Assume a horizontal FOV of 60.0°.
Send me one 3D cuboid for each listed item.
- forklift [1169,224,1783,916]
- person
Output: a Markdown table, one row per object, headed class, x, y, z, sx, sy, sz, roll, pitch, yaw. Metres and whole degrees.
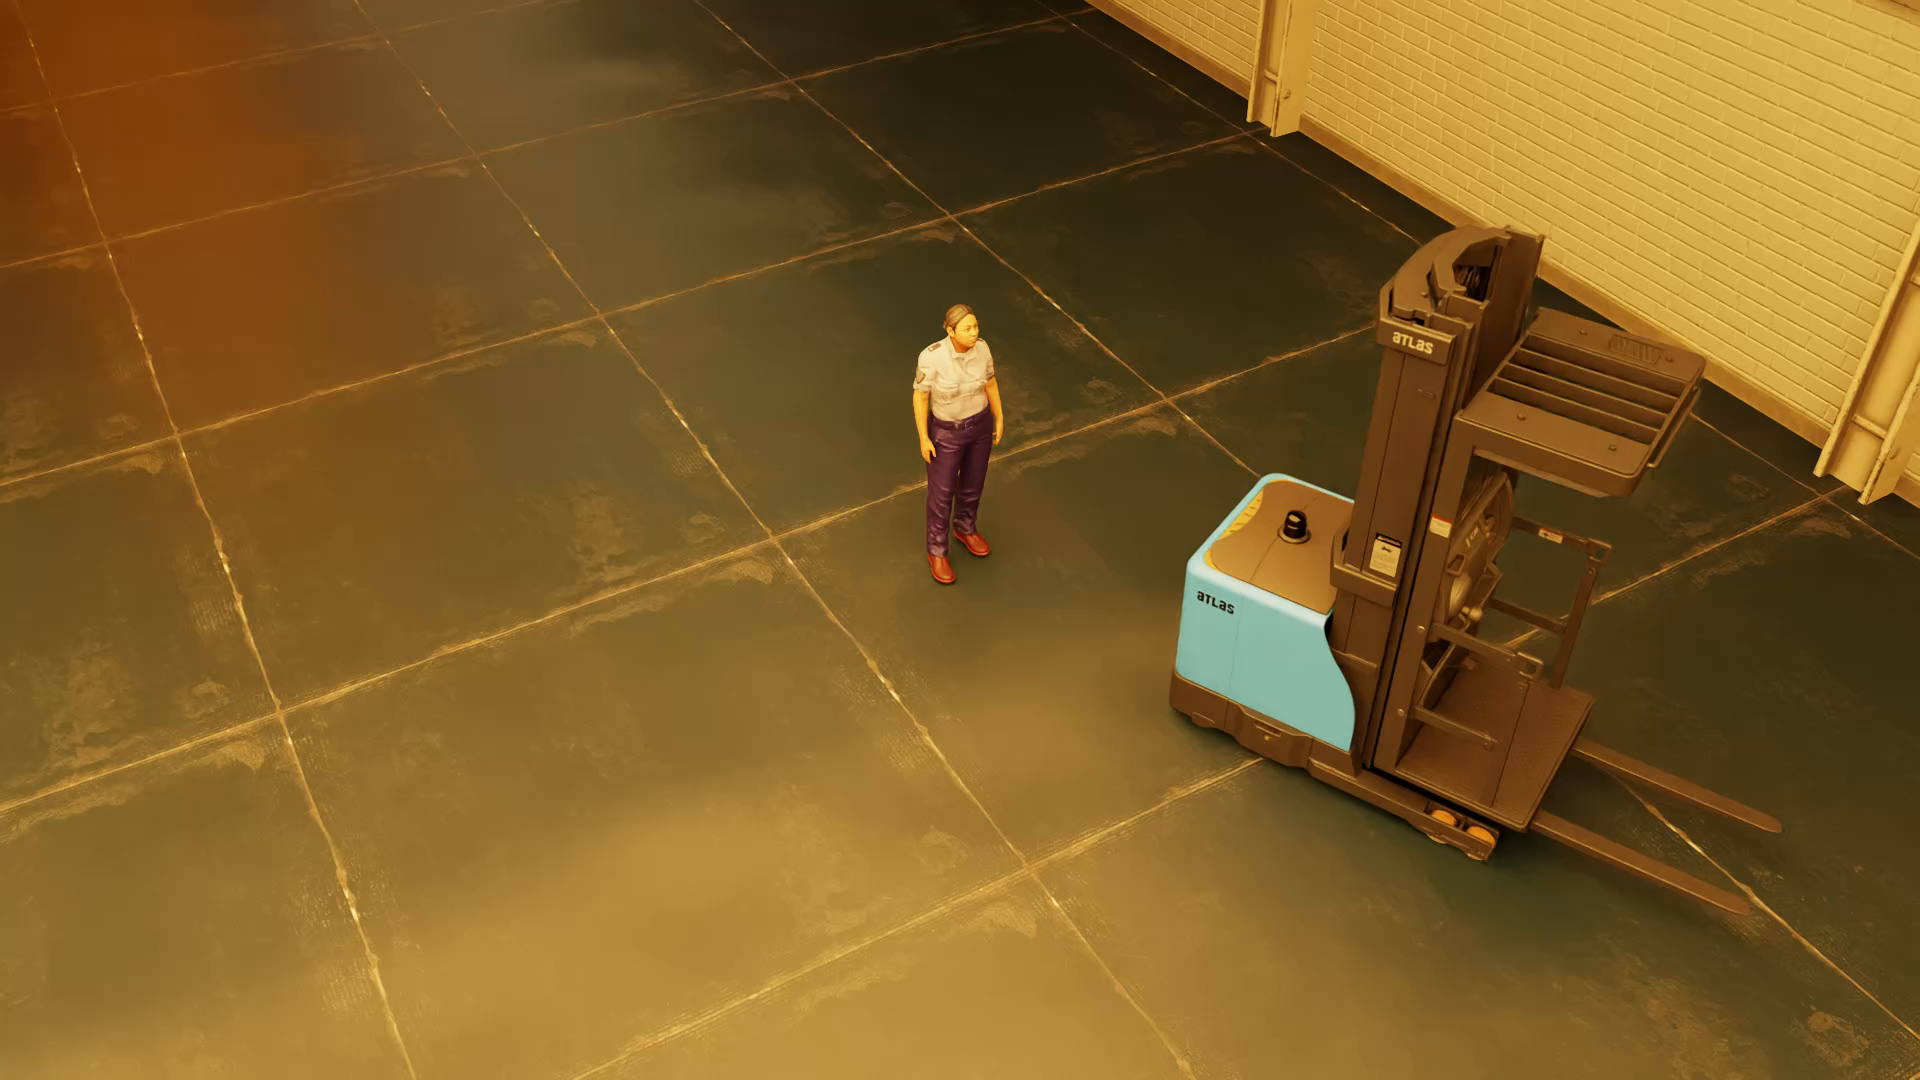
| class | x | y | z | sx | sy | sz | roll | pitch | yaw |
| --- | --- | --- | --- | --- | --- | --- | --- | --- | --- |
| forklift | 2.656 | 0.094 | 7.923 | 3.031 | 2.935 | 1.130 | 24 | 45 | 26 |
| person | 0.025 | -0.578 | 9.736 | 0.598 | 1.641 | 0.502 | -20 | 44 | -23 |
